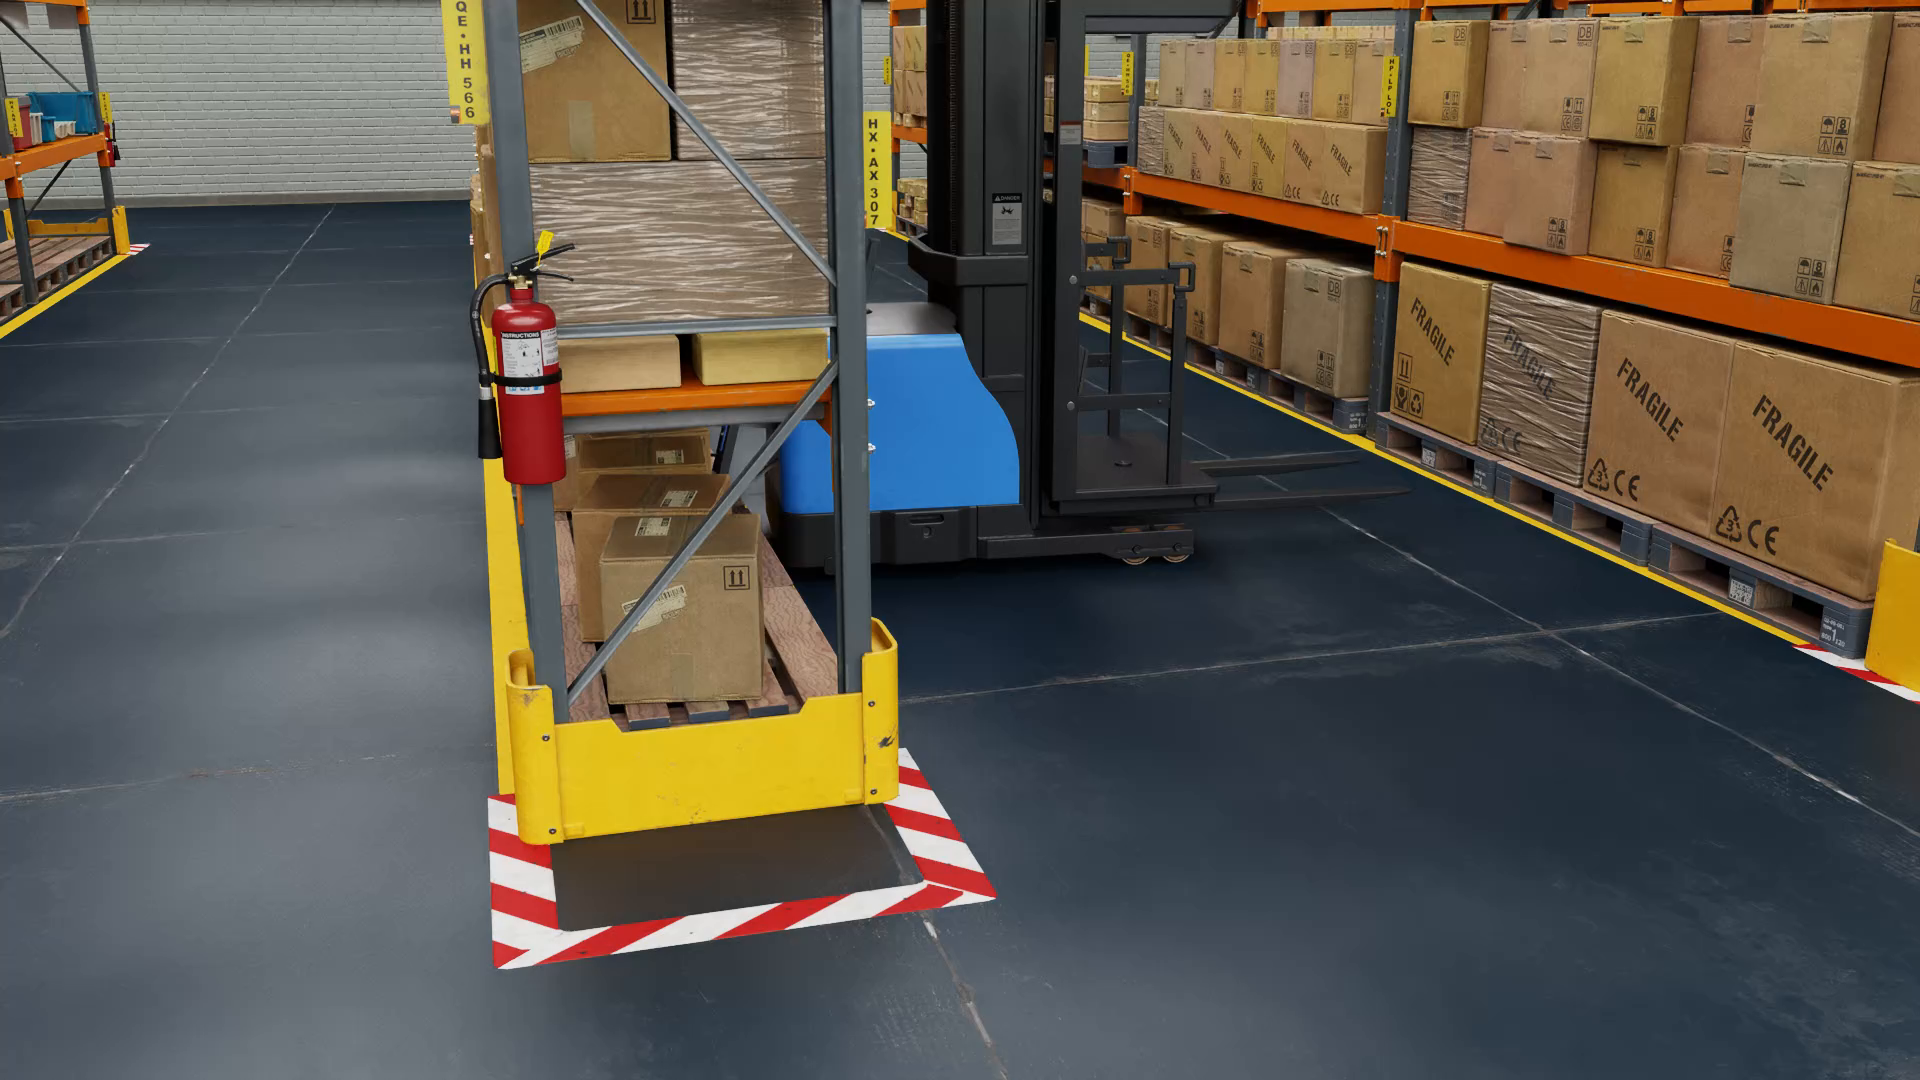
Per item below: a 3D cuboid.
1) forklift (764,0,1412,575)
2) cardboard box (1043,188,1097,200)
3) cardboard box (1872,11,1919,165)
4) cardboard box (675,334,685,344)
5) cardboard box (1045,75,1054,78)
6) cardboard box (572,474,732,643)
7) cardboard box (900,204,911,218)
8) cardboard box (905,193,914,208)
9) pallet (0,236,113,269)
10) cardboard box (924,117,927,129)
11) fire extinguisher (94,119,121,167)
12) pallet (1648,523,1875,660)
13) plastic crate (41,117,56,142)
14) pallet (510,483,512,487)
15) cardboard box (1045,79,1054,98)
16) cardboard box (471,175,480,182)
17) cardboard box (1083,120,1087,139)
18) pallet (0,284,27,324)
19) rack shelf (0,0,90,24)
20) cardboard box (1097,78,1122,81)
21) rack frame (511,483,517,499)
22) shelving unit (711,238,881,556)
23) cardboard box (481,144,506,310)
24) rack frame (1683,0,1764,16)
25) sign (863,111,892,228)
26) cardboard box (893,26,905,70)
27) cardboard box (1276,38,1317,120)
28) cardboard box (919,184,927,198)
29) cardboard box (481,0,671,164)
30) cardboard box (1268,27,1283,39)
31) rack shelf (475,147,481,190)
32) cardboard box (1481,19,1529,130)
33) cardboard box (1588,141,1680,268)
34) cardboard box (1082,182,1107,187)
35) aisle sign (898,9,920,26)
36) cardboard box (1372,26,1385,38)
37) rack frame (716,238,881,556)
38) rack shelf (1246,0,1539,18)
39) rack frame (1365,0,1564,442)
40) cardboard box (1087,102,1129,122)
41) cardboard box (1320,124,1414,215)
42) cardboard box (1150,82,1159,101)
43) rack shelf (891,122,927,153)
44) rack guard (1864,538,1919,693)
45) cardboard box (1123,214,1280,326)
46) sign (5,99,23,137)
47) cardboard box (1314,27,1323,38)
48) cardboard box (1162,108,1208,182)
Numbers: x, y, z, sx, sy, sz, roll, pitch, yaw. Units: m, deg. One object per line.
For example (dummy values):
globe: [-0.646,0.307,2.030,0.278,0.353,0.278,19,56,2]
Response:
forklift: [0.614,-1.437,7.641,3.031,2.935,1.130,-3,17,-10]
cardboard box: [0.966,-3.132,15.477,0.500,0.250,0.500,-4,17,-13]
cardboard box: [3.965,-1.658,6.121,0.875,0.550,0.550,-5,17,-15]
cardboard box: [-0.809,-0.785,5.789,0.380,0.149,0.250,-5,17,-15]
cardboard box: [1.030,-4.553,16.568,0.380,0.149,0.250,-4,17,-13]
cardboard box: [-1.119,0.060,6.154,0.500,0.500,0.500,0,17,-1]
cardboard box: [-0.531,-4.055,20.463,0.380,0.149,0.250,-4,17,-14]
cardboard box: [-0.449,-4.122,20.170,0.380,0.149,0.250,-5,17,-16]
pallet: [-9.737,-3.067,17.795,1.003,0.211,1.213,-5,17,-15]
cardboard box: [-0.207,-4.870,19.387,0.380,0.149,0.250,-5,17,-16]
fire extinguisher: [-9.531,-4.496,18.487,0.296,0.674,0.183,-5,17,-15]
pallet: [3.735,0.157,7.063,1.003,0.211,1.213,-5,17,-15]
plastic crate: [-9.115,-4.034,16.356,0.416,0.233,0.300,-5,17,-15]
pallet: [-2.081,-0.586,9.535,1.003,0.211,1.213,-5,17,-15]
cardboard box: [0.903,-3.999,14.725,0.380,0.149,0.250,-4,17,-13]
cardboard box: [-3.869,-2.927,15.445,1.225,0.875,0.875,-5,17,-15]
cardboard box: [1.188,-3.426,13.851,0.380,0.149,0.250,-5,17,-15]
pallet: [-8.655,-1.975,14.160,1.003,0.211,1.213,-5,17,-15]
rack shelf: [-9.376,-5.173,15.994,1.077,0.370,4.000,-5,17,-15]
cardboard box: [1.463,-4.118,15.120,0.380,0.149,0.250,-5,17,-16]
rack frame: [-1.866,-1.706,8.417,1.000,3.000,0.127,-5,17,-15]
shelving unit: [-0.989,-0.821,7.640,0.538,1.500,1.048,3,22,-33]
cardboard box: [-1.144,-1.073,5.619,0.875,0.500,0.500,-5,17,-15]
rack frame: [6.563,-3.596,14.709,1.000,3.000,0.127,-5,17,-15]
sign: [-0.245,-1.057,4.752,0.100,0.325,0.005,-5,17,-15]
cardboard box: [-0.499,-5.913,19.996,0.500,0.500,0.500,-5,17,-16]
cardboard box: [2.507,-3.016,10.866,0.700,0.500,0.500,-5,17,-15]
cardboard box: [-0.264,-4.130,19.678,0.380,0.149,0.250,-6,18,-18]
cardboard box: [-1.155,-1.401,4.974,0.500,0.500,0.500,-5,17,-15]
cardboard box: [4.196,-6.526,21.425,0.380,0.149,0.250,-4,17,-14]
rack shelf: [-3.515,-3.021,14.046,1.077,0.370,4.000,-5,17,-15]
cardboard box: [3.262,-2.411,8.628,0.875,0.550,0.550,-5,17,-15]
cardboard box: [3.494,-1.593,7.781,0.875,0.550,0.500,-5,17,-15]
cardboard box: [1.308,-3.317,16.092,0.500,0.250,0.500,-4,17,-13]
aisle sign: [-0.675,-6.631,20.294,0.394,0.787,0.004,-5,17,-15]
cardboard box: [4.959,-5.820,19.073,0.380,0.149,0.250,-5,17,-16]
rack frame: [-0.748,-0.616,7.243,0.500,1.500,0.032,3,22,-33]
rack shelf: [2.381,-3.715,11.143,1.077,0.370,4.000,-5,17,-15]
rack frame: [2.931,-2.070,9.630,1.000,3.000,0.127,-5,17,-15]
cardboard box: [1.258,-3.501,13.581,0.380,0.149,0.250,-4,17,-14]
cardboard box: [2.530,-2.241,10.026,0.500,0.500,0.500,-5,17,-16]
cardboard box: [1.814,-3.760,13.927,0.380,0.149,0.250,-5,17,-17]
rack shelf: [0.183,-4.492,18.942,1.077,0.370,4.000,-5,17,-15]
rack guard: [4.037,0.240,6.284,1.175,0.500,0.348,-5,17,-15]
cardboard box: [1.912,-2.125,12.992,1.050,0.750,0.750,-5,17,-16]
sign: [-8.297,-3.703,14.584,0.100,0.325,0.005,-5,17,-15]
cardboard box: [4.538,-6.166,20.226,0.380,0.149,0.250,-5,17,-15]
cardboard box: [1.838,-2.939,12.347,0.500,0.500,0.500,-5,17,-16]
